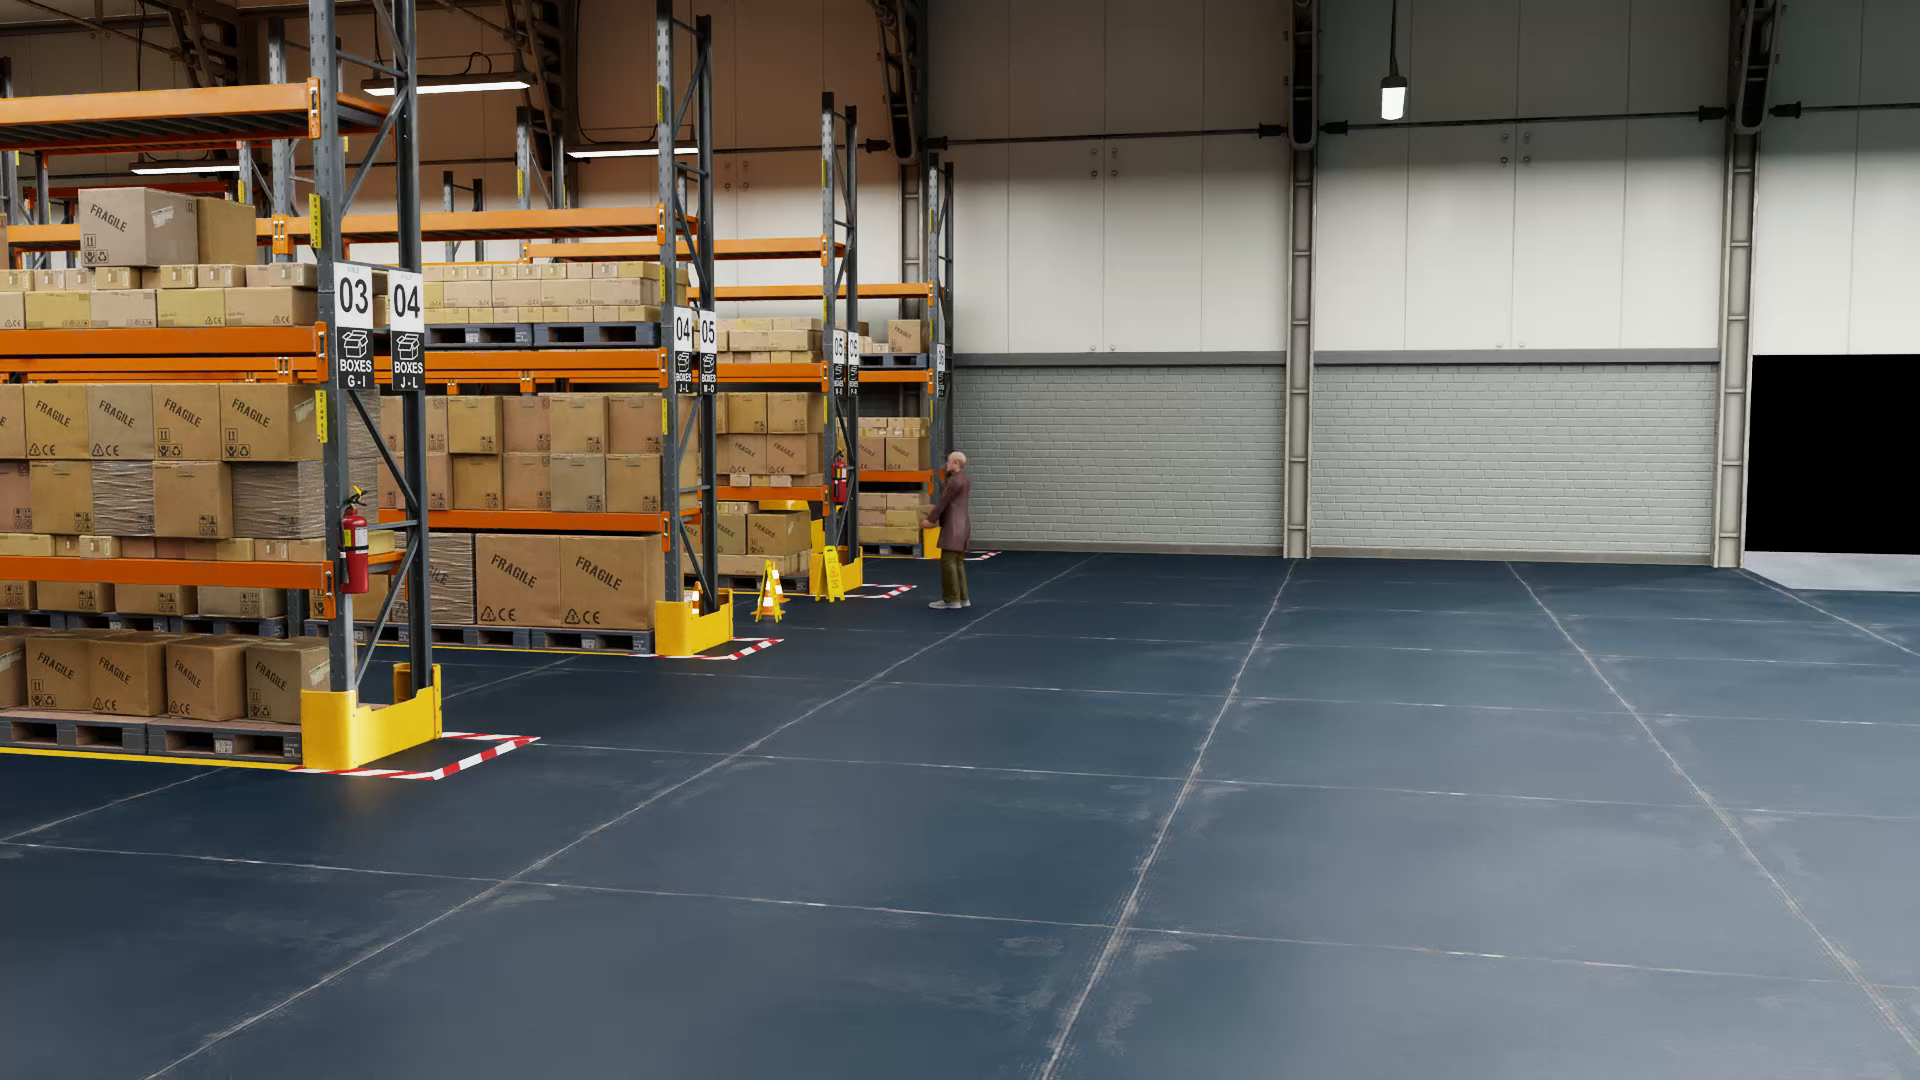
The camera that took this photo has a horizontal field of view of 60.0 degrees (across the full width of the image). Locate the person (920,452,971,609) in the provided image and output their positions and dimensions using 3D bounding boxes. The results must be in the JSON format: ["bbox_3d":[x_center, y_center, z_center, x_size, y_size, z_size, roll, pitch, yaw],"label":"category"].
[{"bbox_3d":[-0.161,-0.113,18.853,0.548,1.779,0.525,1,5,13],"label":"person"}]
